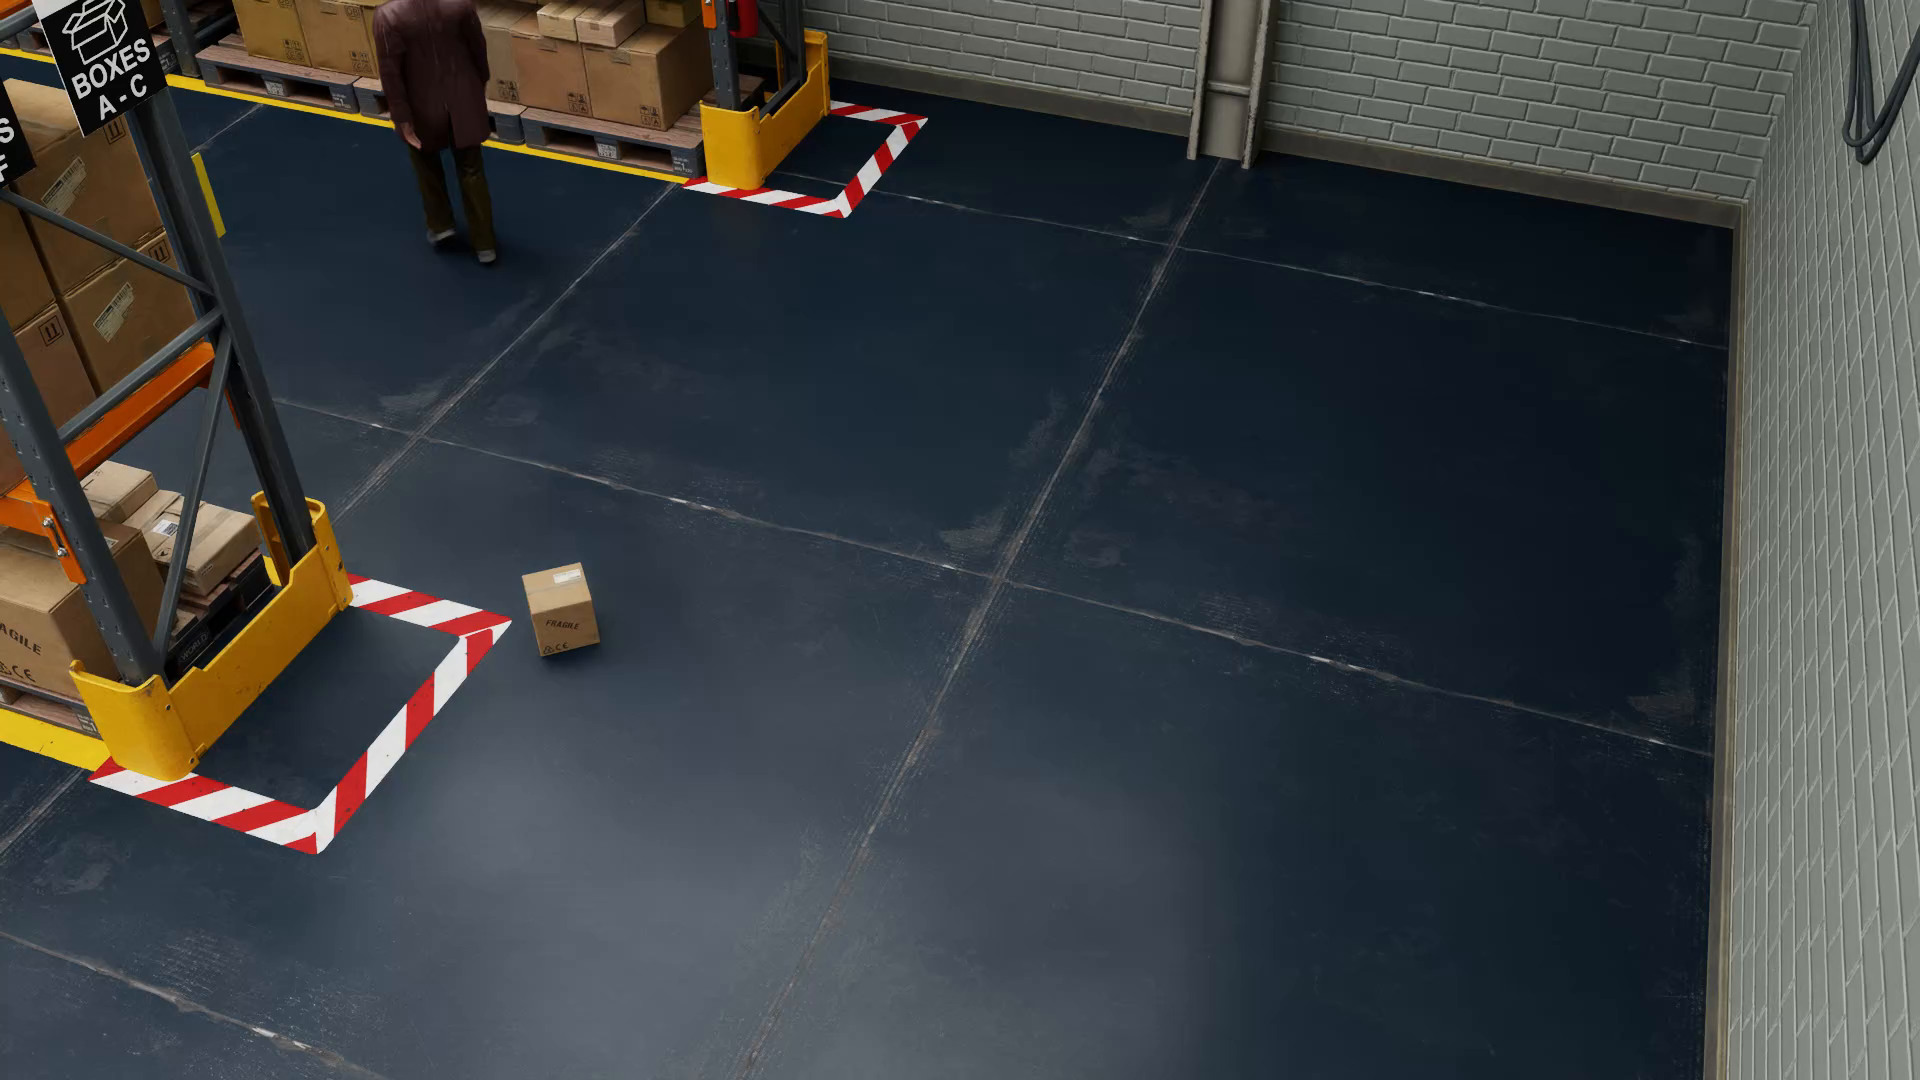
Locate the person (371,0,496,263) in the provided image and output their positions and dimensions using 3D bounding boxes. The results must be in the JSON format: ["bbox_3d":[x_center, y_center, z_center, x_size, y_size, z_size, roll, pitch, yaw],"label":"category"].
[{"bbox_3d":[-2.768,-2.327,8.880,0.576,1.853,0.601,-16,43,-18],"label":"person"}]
